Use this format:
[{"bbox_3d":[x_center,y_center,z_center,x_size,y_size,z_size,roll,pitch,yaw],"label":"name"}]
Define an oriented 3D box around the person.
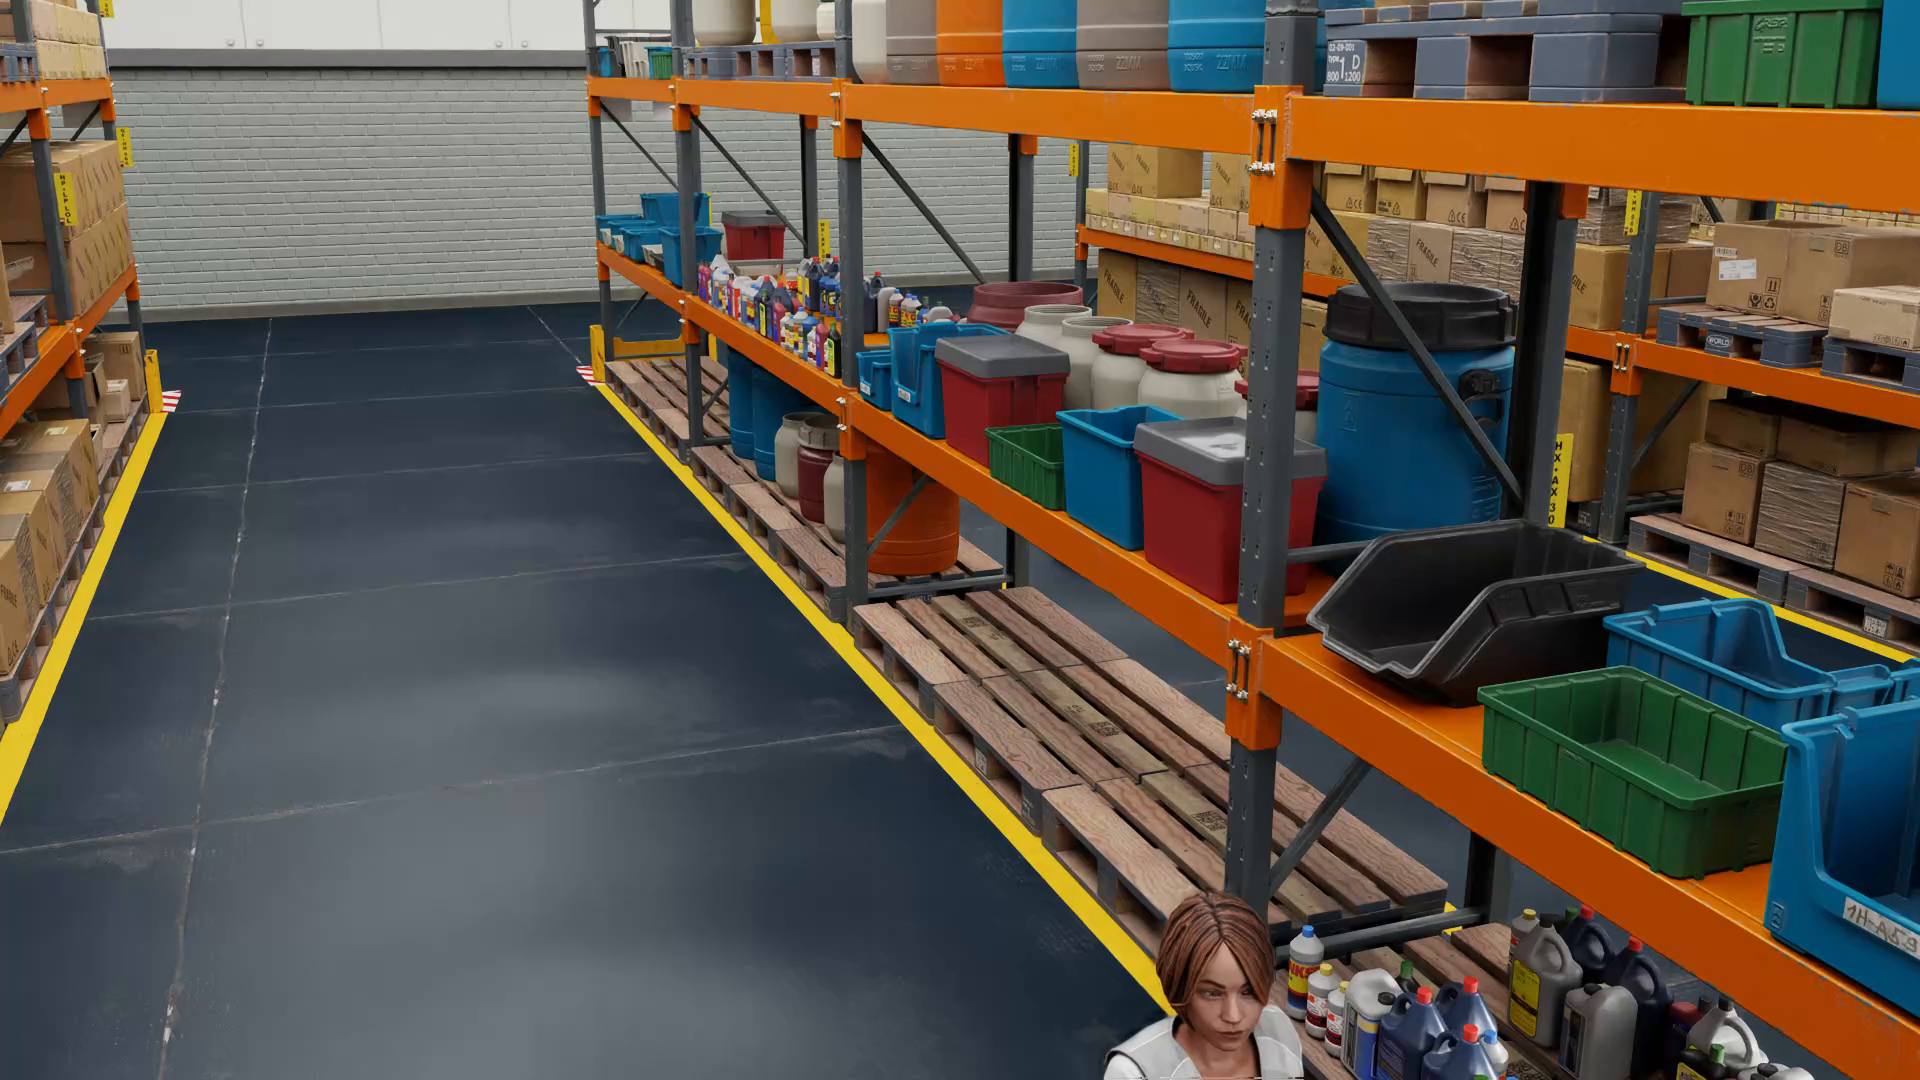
[{"bbox_3d":[0.422,1.349,2.811,0.471,1.627,0.485,-6,17,-20],"label":"person"}]
